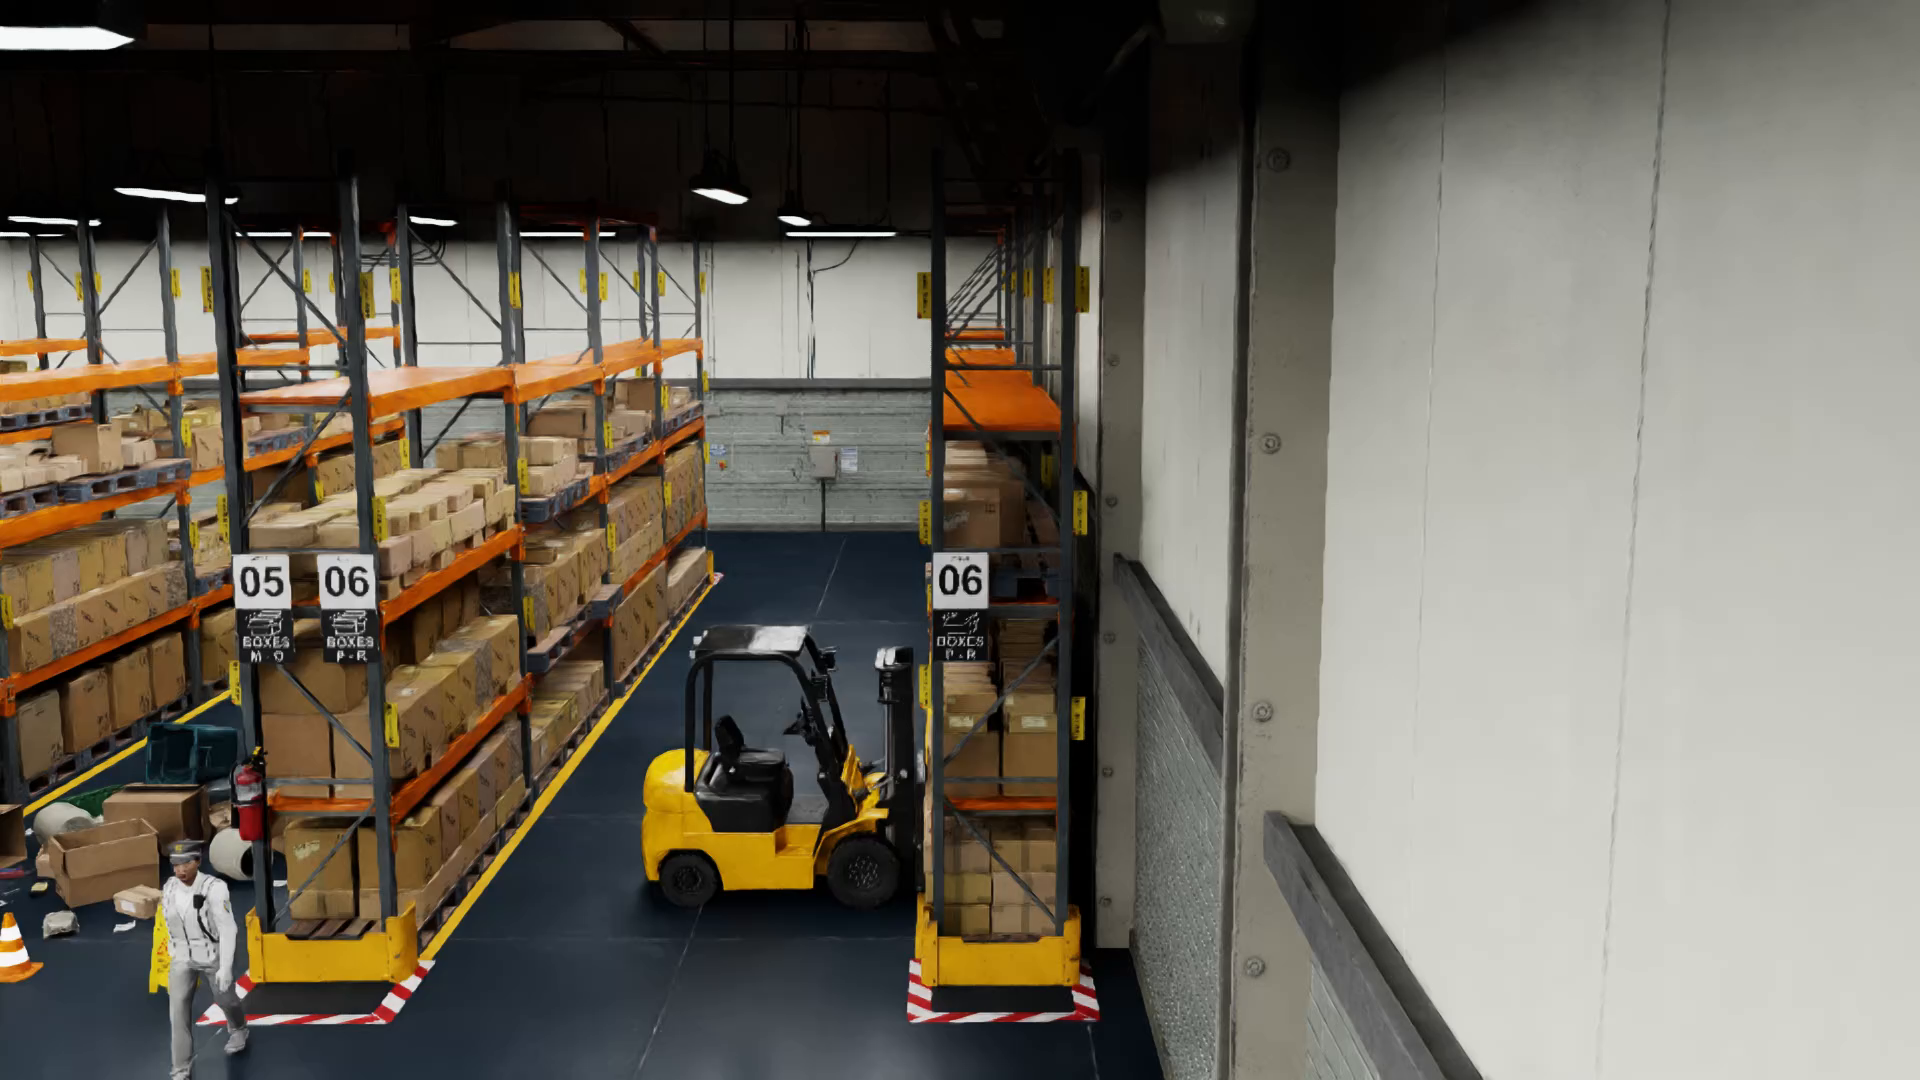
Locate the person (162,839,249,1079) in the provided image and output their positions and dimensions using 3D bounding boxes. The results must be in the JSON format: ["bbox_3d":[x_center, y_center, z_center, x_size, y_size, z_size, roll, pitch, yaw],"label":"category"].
[{"bbox_3d":[-4.862,2.671,10.675,0.500,1.625,0.997,0,9,-2],"label":"person"}]
